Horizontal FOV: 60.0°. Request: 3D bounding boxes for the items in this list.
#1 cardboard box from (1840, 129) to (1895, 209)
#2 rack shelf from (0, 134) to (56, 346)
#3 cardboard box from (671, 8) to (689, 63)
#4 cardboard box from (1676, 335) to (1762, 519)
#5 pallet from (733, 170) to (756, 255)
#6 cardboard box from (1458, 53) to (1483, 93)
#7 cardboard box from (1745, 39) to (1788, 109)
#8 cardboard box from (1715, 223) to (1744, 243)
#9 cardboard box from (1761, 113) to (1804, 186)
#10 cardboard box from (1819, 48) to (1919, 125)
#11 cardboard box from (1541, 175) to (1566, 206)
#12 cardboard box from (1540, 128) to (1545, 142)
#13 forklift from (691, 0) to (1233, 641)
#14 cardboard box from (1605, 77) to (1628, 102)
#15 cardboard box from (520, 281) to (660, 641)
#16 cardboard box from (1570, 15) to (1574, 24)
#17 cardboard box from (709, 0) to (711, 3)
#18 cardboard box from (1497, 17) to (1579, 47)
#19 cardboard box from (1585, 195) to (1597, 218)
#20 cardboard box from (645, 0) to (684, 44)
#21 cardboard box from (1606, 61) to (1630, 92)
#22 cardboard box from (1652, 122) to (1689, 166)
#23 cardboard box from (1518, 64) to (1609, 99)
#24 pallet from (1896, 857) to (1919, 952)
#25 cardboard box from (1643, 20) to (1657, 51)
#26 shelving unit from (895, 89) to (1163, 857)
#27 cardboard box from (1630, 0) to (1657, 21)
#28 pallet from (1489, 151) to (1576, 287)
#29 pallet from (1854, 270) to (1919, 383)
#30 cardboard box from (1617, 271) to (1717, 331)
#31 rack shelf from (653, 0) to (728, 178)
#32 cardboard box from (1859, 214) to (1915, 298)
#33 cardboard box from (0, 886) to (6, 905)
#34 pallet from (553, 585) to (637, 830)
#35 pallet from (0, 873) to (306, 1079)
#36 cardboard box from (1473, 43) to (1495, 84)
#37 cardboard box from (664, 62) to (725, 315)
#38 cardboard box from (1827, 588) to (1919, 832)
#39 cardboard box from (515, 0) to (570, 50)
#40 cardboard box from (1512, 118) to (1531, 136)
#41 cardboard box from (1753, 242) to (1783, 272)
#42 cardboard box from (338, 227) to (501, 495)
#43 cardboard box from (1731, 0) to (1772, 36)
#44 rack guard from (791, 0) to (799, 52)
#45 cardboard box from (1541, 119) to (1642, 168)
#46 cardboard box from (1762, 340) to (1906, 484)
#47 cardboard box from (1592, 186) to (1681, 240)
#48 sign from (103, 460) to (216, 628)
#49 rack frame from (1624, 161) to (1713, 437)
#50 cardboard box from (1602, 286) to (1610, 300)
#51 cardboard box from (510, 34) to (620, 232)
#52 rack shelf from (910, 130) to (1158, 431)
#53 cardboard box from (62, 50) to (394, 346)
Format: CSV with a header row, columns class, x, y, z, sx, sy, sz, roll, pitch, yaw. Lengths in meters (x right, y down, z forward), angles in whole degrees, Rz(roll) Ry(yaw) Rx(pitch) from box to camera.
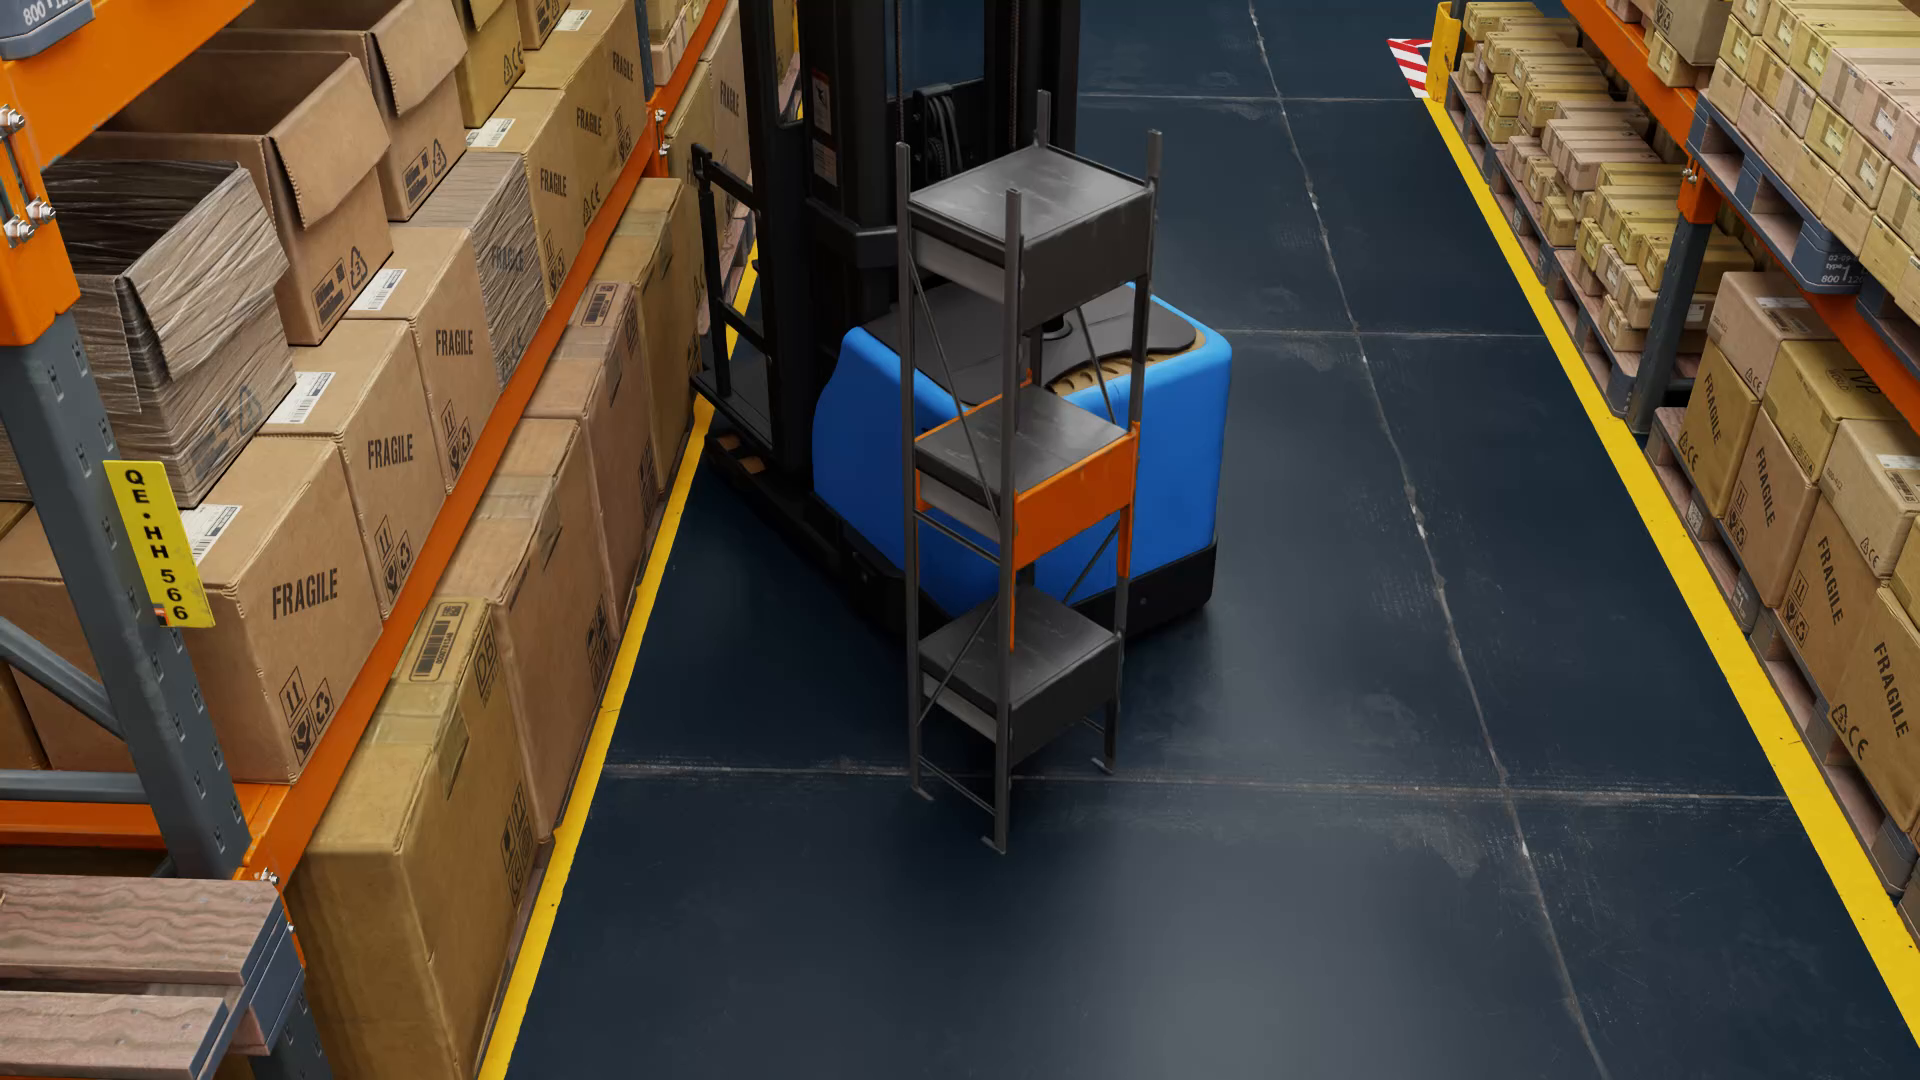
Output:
class,x,y,z,sx,sy,sz,roll,pitch,yaw
cardboard box,2.763,-1.054,4.735,0.380,0.149,0.250,3,35,4
rack shelf,-1.917,0.661,0.717,1.077,0.370,4.000,1,35,2
cardboard box,-1.322,-2.063,6.796,0.380,0.149,0.250,0,35,0
cardboard box,2.981,-0.411,6.035,0.500,0.500,0.500,3,35,4
pallet,-1.521,-1.850,8.699,1.003,0.211,1.213,1,35,2
cardboard box,3.095,-2.690,9.583,0.380,0.149,0.250,2,35,3
cardboard box,2.792,-1.506,5.379,0.380,0.149,0.250,1,35,1
cardboard box,3.504,-1.297,7.342,0.380,0.149,0.250,1,35,2
cardboard box,2.781,-1.231,5.246,0.380,0.149,0.250,2,35,2
cardboard box,2.770,-1.326,4.864,0.380,0.149,0.250,1,35,1
cardboard box,3.070,-1.662,8.120,0.380,0.149,0.250,2,35,3
cardboard box,3.166,-2.055,8.421,0.380,0.149,0.250,3,35,4
forklift,-0.351,-1.499,5.834,1.130,2.935,3.031,-21,40,-27
cardboard box,3.567,-2.345,8.833,0.380,0.149,0.250,1,35,1
cardboard box,-1.717,-0.274,5.514,1.225,0.875,0.875,0,35,0
cardboard box,3.668,-2.917,9.389,0.380,0.149,0.250,2,35,2
cardboard box,-1.293,-2.513,7.435,0.380,0.149,0.250,1,35,1
cardboard box,3.185,-2.773,9.183,0.380,0.149,0.250,2,35,3
cardboard box,3.070,-1.448,7.556,0.380,0.149,0.250,2,35,2
cardboard box,-1.396,-2.177,6.611,0.500,0.250,0.500,1,35,1
cardboard box,3.643,-2.475,8.760,0.380,0.149,0.250,0,35,0
cardboard box,3.536,-1.879,7.911,0.380,0.149,0.250,0,35,0
cardboard box,3.099,-2.328,8.550,0.380,0.149,0.250,3,35,4
pallet,3.148,1.310,4.203,1.003,0.211,1.213,1,35,2
cardboard box,3.025,-2.050,6.776,0.380,0.149,0.250,3,35,4
shelving unit,0.166,-0.103,4.564,0.503,2.100,0.431,-30,45,-35
cardboard box,3.035,-2.426,6.747,0.500,0.500,0.500,0,35,1
pallet,3.313,-1.629,8.384,1.003,0.211,1.213,1,35,2
pallet,3.153,-0.442,4.437,1.003,0.211,1.213,1,35,2
cardboard box,2.971,-0.996,6.913,0.380,0.149,0.250,2,35,3
rack shelf,-1.596,-2.708,8.120,1.077,0.370,4.000,1,35,2
cardboard box,2.753,-0.783,4.609,0.380,0.149,0.250,1,35,1
cardboard box,-1.819,0.544,2.415,0.500,0.500,0.500,-3,35,-4
pallet,-1.678,0.436,5.446,1.003,0.211,1.213,1,35,2
pallet,-1.759,0.936,2.477,1.213,0.211,1.003,1,35,2
cardboard box,3.091,-2.654,9.274,0.380,0.149,0.250,1,35,2
cardboard box,-1.570,-1.533,7.305,0.875,0.875,0.875,1,35,2
cardboard box,2.910,0.482,4.764,0.500,0.500,0.500,0,35,0
cardboard box,-1.694,-1.937,5.438,0.797,0.503,0.637,0,35,1
cardboard box,3.129,-2.102,8.746,0.380,0.149,0.250,1,35,2
cardboard box,3.496,-1.122,6.835,0.380,0.149,0.250,3,35,4
cardboard box,-1.510,-0.459,4.208,0.500,0.500,0.500,1,35,1
cardboard box,2.800,-1.777,5.506,0.380,0.149,0.250,3,35,4
rack guard,-1.515,-3.142,10.286,1.175,0.500,0.348,1,35,2
cardboard box,3.009,-1.891,7.928,0.380,0.149,0.250,0,35,0
cardboard box,2.963,-0.412,5.384,0.500,0.250,0.500,2,35,3
cardboard box,3.003,-1.430,7.273,0.380,0.149,0.250,1,35,1
sign,-1.294,0.011,2.687,0.100,0.325,0.005,1,35,2
rack frame,3.276,-1.680,6.032,1.000,3.000,0.127,1,35,2
cardboard box,3.045,-1.066,7.272,0.380,0.149,0.250,2,35,3
cardboard box,-1.449,-1.335,5.453,0.500,0.500,0.500,2,35,3
rack shelf,0.166,-0.660,4.163,0.480,0.518,0.431,-30,45,-35
cardboard box,-1.763,-0.800,3.820,0.797,0.503,0.637,2,35,3
